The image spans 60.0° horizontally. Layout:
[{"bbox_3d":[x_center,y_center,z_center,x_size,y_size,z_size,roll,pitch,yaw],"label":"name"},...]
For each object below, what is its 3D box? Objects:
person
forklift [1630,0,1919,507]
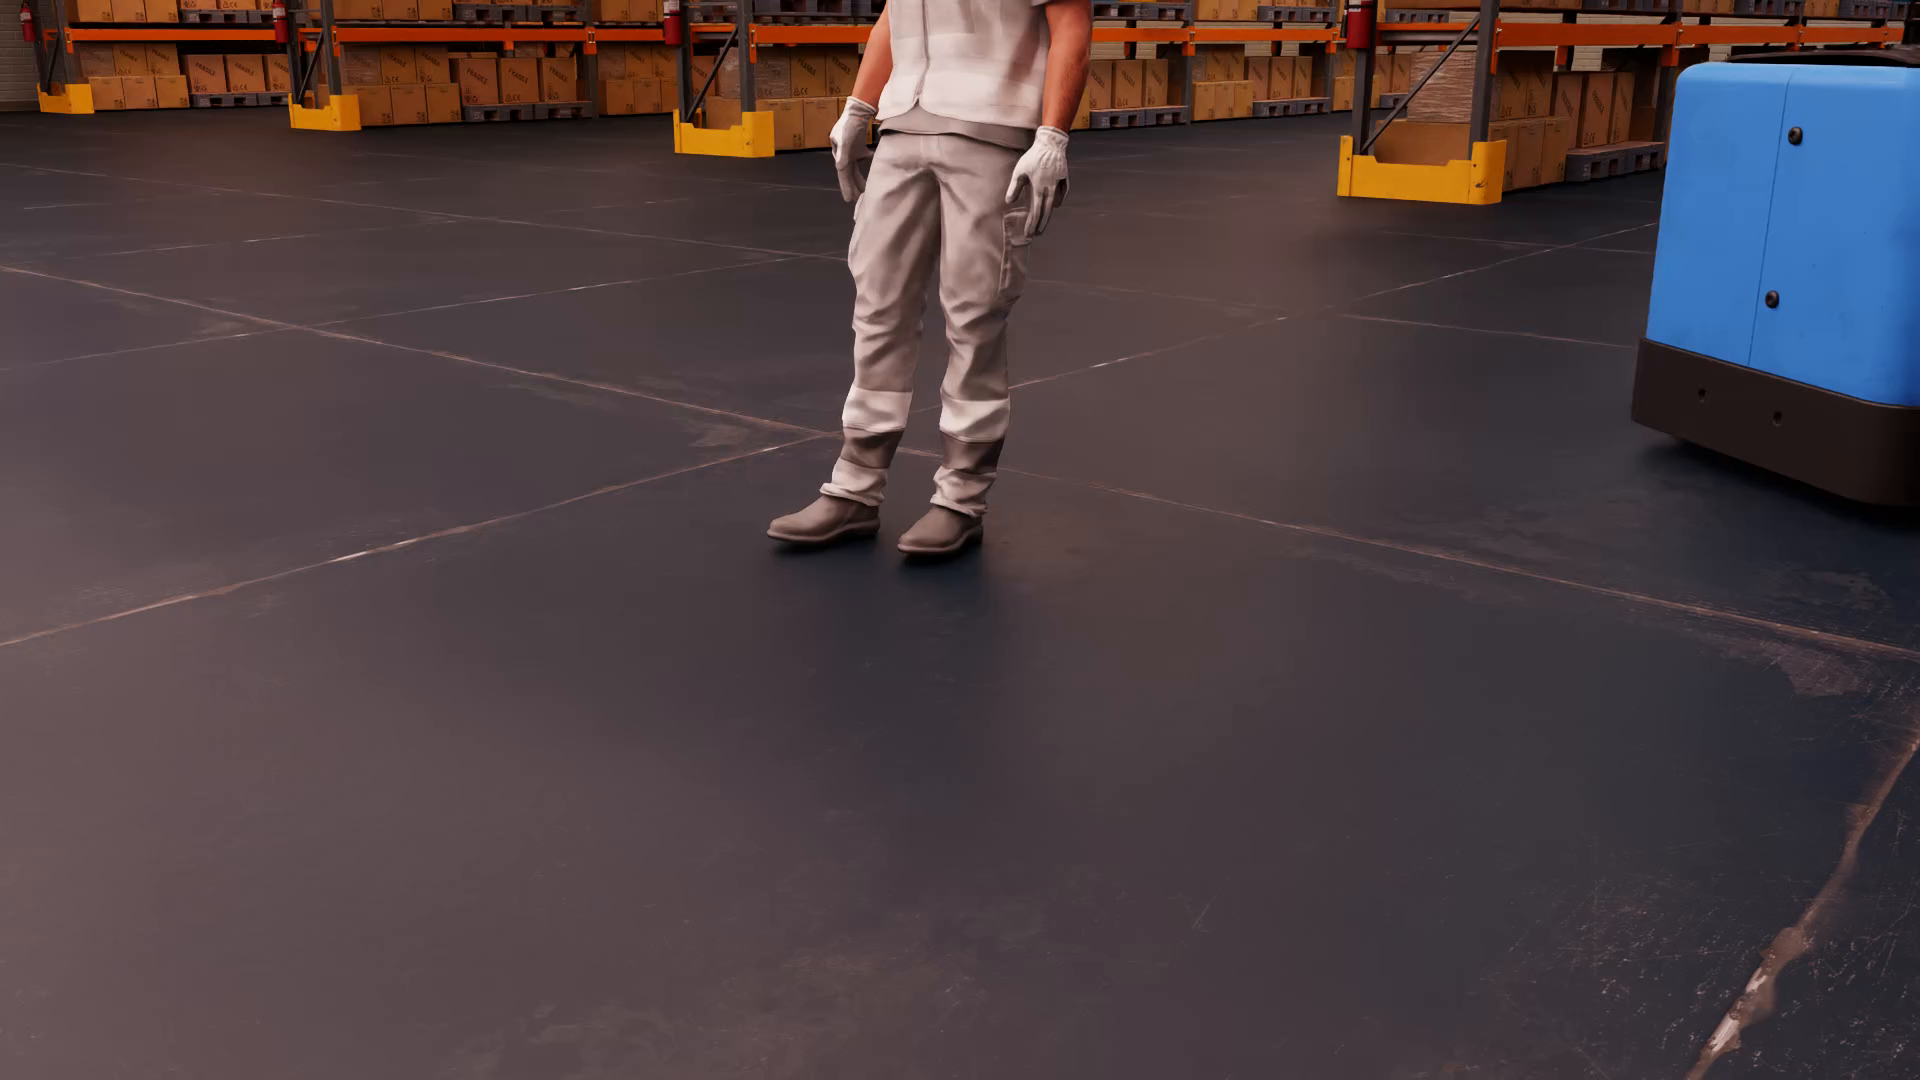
[{"bbox_3d":[-0.060,-0.846,3.627,0.638,1.789,0.562,13,21,37],"label":"person"},{"bbox_3d":[3.527,-1.652,4.338,3.031,2.935,1.130,-4,17,-12],"label":"forklift"}]
